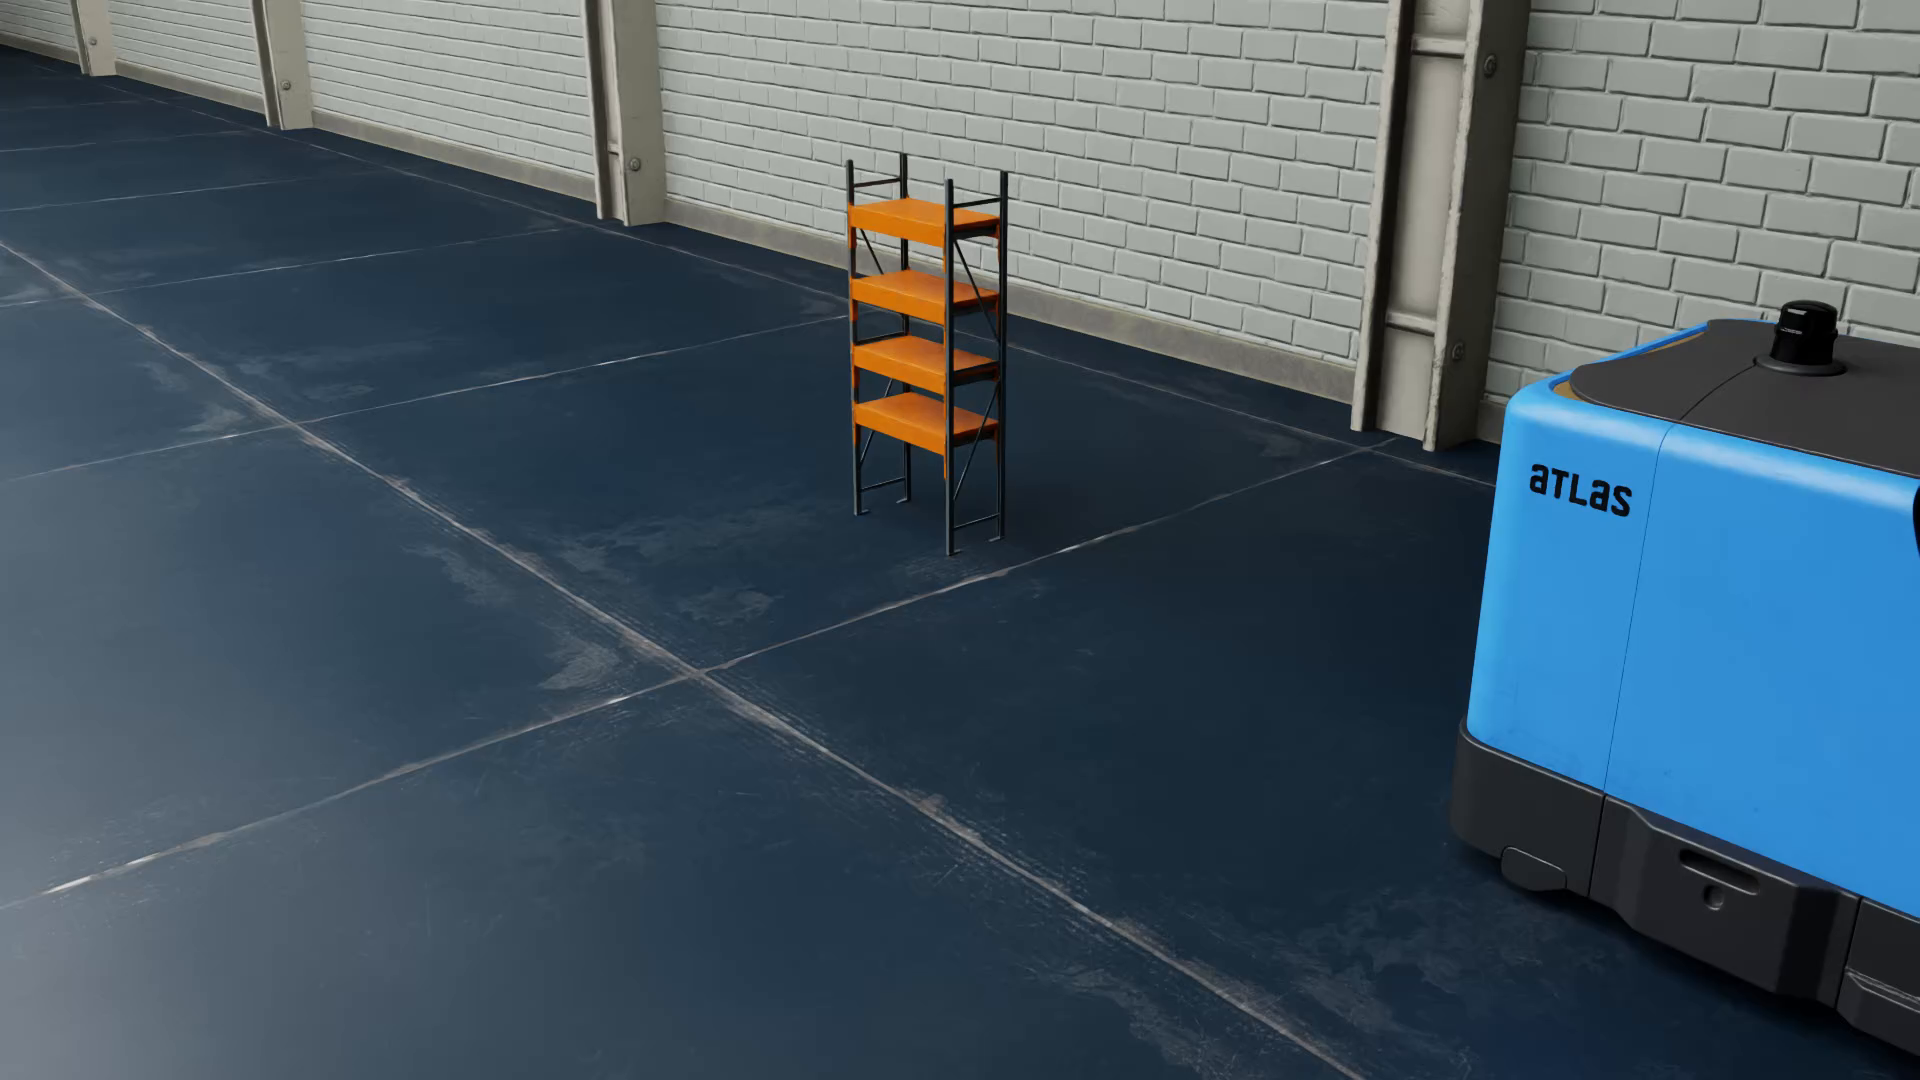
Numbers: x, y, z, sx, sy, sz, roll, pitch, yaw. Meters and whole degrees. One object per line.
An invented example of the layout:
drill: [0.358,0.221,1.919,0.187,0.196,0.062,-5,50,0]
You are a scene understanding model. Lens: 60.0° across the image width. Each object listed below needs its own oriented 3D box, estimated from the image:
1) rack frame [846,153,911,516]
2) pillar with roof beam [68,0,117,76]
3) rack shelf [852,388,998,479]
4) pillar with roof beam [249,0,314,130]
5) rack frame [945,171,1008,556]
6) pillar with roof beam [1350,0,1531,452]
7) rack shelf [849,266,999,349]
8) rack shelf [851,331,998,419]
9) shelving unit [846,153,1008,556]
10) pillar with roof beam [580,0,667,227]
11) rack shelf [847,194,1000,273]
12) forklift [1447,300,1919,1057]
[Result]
rack frame: [-0.267,-0.672,5.554,0.240,1.200,0.015,-17,27,-37]
pillar with roof beam: [-13.216,-8.564,15.009,9.100,9.000,0.400,-17,27,-37]
rack shelf: [-0.108,-0.357,5.479,0.258,0.148,0.480,-17,27,-37]
pillar with roof beam: [-9.300,-6.906,10.777,9.100,9.000,0.400,-17,27,-37]
rack frame: [0.051,-0.537,5.210,0.240,1.200,0.015,-17,27,-37]
pillar with roof beam: [-1.467,-3.591,2.312,9.100,9.000,0.400,-17,27,-37]
rack shelf: [-0.108,-0.750,5.325,0.258,0.148,0.480,-17,27,-37]
rack shelf: [-0.108,-0.542,5.406,0.258,0.148,0.480,-17,27,-37]
shelving unit: [-0.108,-0.604,5.382,0.258,1.200,0.503,-17,27,-37]
pillar with roof beam: [-5.383,-5.248,6.545,9.100,9.000,0.400,-17,27,-37]
rack shelf: [-0.108,-0.970,5.239,0.258,0.148,0.480,-17,27,-37]
forklift: [2.439,-0.384,2.445,1.130,2.935,3.031,-18,28,-39]
